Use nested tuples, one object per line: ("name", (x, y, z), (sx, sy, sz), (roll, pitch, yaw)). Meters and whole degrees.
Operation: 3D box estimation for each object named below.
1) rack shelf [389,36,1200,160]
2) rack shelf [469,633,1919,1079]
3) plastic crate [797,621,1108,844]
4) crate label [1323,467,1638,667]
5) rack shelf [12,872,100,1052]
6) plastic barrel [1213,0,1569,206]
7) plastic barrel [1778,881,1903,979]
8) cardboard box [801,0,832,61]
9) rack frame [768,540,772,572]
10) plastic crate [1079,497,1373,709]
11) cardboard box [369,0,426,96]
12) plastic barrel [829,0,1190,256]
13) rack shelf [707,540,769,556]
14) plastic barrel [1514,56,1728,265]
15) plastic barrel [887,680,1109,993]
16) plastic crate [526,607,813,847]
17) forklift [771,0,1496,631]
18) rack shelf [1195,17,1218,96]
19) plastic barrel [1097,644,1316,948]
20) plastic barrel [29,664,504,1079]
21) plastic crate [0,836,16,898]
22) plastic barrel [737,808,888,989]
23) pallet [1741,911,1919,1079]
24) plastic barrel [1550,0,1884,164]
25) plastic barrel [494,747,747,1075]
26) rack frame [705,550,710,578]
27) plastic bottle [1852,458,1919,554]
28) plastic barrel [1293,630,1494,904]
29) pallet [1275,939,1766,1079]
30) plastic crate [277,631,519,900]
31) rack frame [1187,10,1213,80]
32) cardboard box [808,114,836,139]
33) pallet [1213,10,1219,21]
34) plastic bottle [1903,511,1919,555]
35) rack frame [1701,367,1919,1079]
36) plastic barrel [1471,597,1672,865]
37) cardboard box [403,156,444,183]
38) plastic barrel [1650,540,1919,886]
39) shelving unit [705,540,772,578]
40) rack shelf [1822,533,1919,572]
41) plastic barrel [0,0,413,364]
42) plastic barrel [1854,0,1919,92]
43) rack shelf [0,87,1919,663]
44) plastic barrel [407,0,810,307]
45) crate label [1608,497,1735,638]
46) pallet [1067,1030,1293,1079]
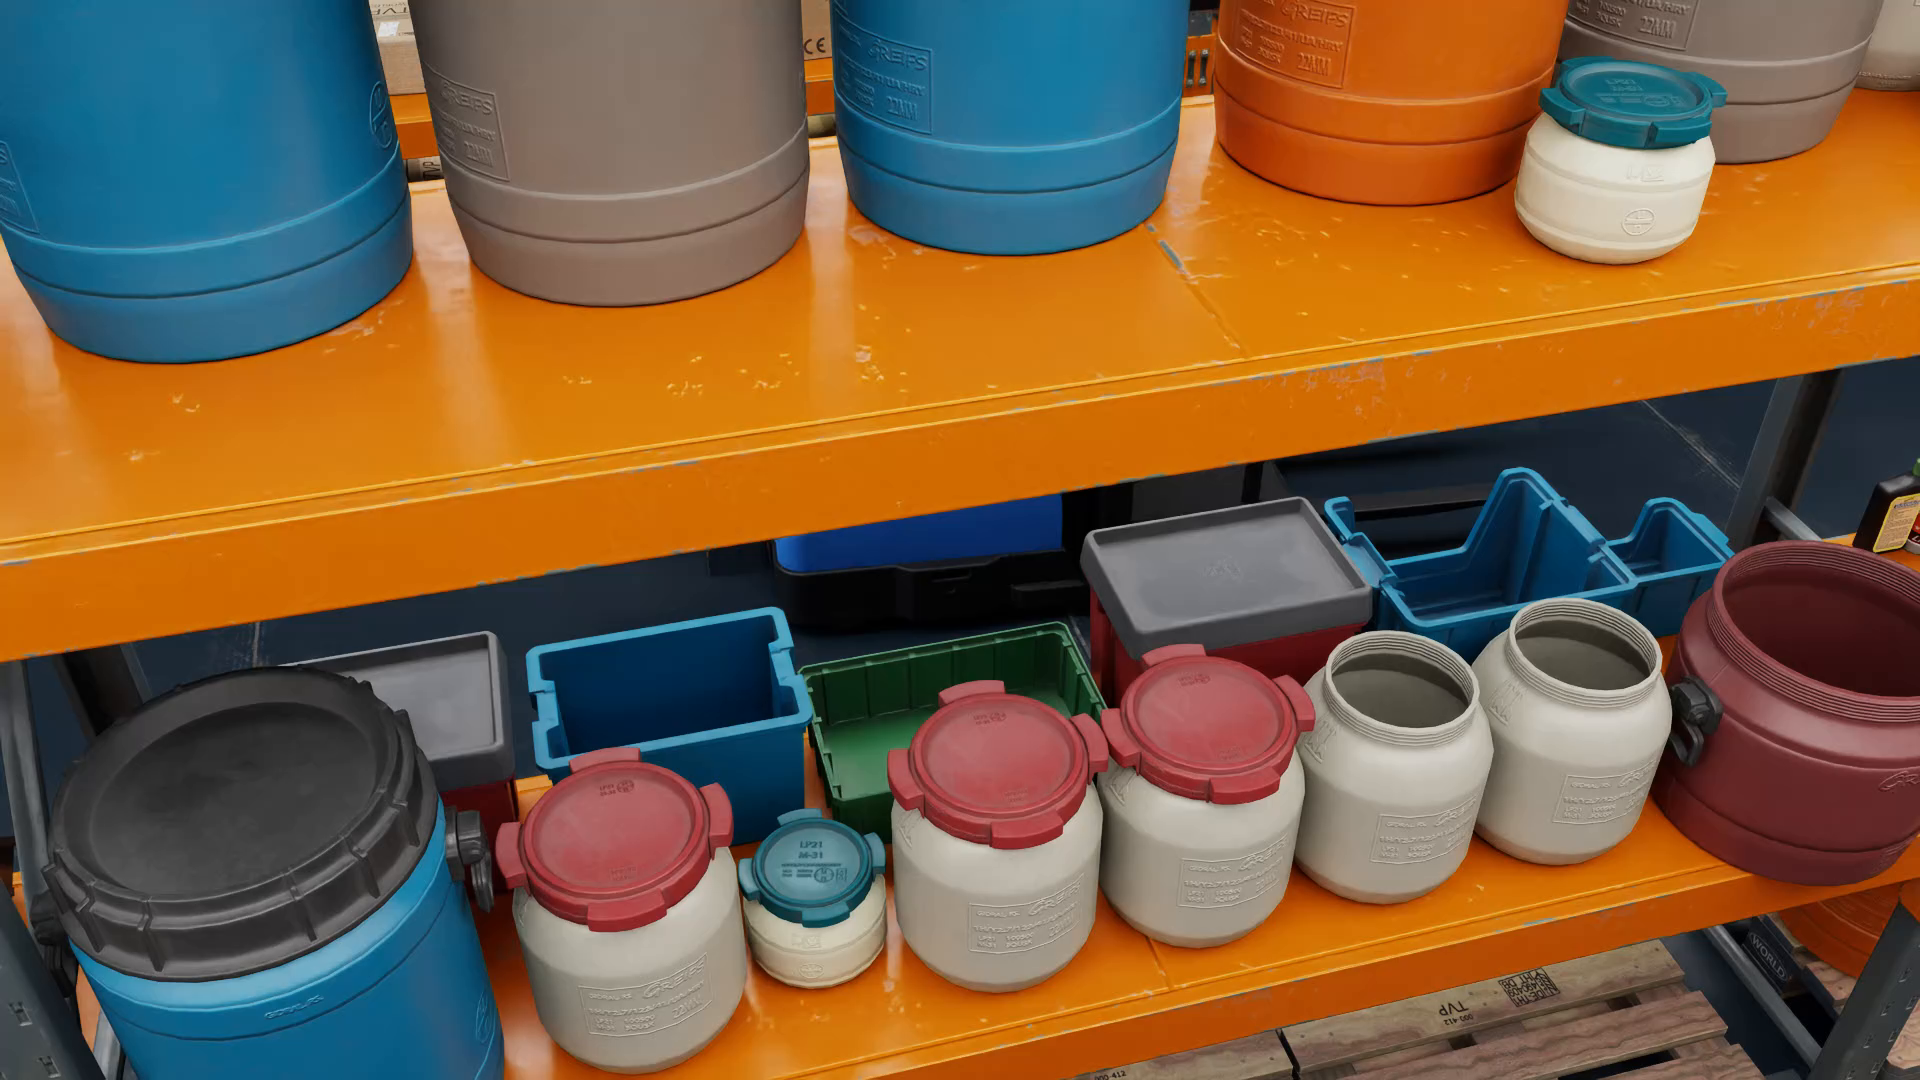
("rack shelf", (-0.972, -2.126, 7.653), (4.000, 0.370, 1.077), (-9, 38, -12))
("rack shelf", (0.316, 0.780, 3.854), (4.000, 0.370, 1.077), (-9, 38, -12))
("plastic crate", (-0.007, 0.454, 3.863), (0.662, 0.188, 0.450), (-9, 38, -12))
("crate label", (1.217, 0.162, 4.040), (0.616, 0.435, 0.502), (-9, 38, -12))
("rack shelf", (-3.546, 1.413, 3.026), (4.000, 0.370, 1.077), (-9, 38, -12))
("plastic barrel", (0.766, -1.078, 2.868), (0.708, 0.830, 0.600), (-9, 38, -12))
("plastic barrel", (2.714, 0.785, 4.696), (0.708, 0.830, 0.600), (-9, 38, -12))
("cardboard box", (-0.657, -2.493, 7.458), (0.500, 0.500, 0.500), (-11, 39, -14))
("rack frame", (-0.762, -0.352, 6.346), (0.008, 1.050, 0.200), (-5, 38, -7))
("plastic crate", (0.607, 0.228, 3.930), (0.583, 0.464, 0.402), (-9, 38, -12))
("cardboard box", (-2.439, -2.139, 7.201), (0.500, 0.250, 0.500), (-7, 38, -9))
("plastic barrel", (0.082, -0.995, 2.700), (0.708, 0.901, 0.600), (-9, 38, -12))
("rack shelf", (-0.883, -0.112, 6.507), (0.240, 0.259, 0.215), (-5, 38, -7))
("plastic barrel", (1.080, -0.621, 2.738), (0.301, 0.262, 0.301), (0, 37, 0))
("plastic barrel", (0.074, 0.618, 3.362), (0.433, 0.535, 0.433), (0, 37, 0))
("plastic crate", (-0.631, 0.460, 3.693), (0.575, 0.384, 0.392), (-9, 38, -12))
("forklift", (0.747, -1.234, 5.951), (3.031, 2.935, 1.130), (-5, 38, -7))
("rack shelf", (2.890, -2.760, 8.481), (4.000, 0.370, 1.077), (-9, 38, -12))
("plastic barrel", (0.492, 0.549, 3.451), (0.433, 0.535, 0.433), (0, 37, 0))
("plastic barrel", (-1.163, 0.728, 2.916), (0.708, 0.901, 0.600), (-9, 38, -12))
("plastic crate", (-2.154, 0.844, 3.229), (0.504, 0.338, 0.767), (-9, 38, -12))
("plastic barrel", (-0.297, 0.746, 3.420), (0.301, 0.262, 0.301), (0, 37, 0))
("pallet", (2.997, 1.136, 5.092), (1.213, 0.211, 1.003), (-9, 38, -12))
("plastic barrel", (1.397, -1.210, 2.982), (0.600, 0.901, 0.600), (0, 37, 0))
("plastic barrel", (-0.634, 0.734, 3.210), (0.433, 0.535, 0.433), (0, 37, 0))
("rack frame", (-1.004, -0.329, 6.316), (0.008, 1.050, 0.200), (-5, 38, -7))
("plastic bottle", (2.526, -0.091, 4.496), (0.133, 0.283, 0.061), (-9, 38, -12))
("plastic barrel", (0.902, 0.488, 3.551), (0.421, 0.512, 0.421), (0, 37, 0))
("pallet", (1.489, 1.385, 4.766), (1.213, 0.211, 1.003), (-9, 38, -12))
("plastic crate", (-1.227, 0.529, 3.537), (0.583, 0.464, 0.402), (-9, 38, -12))
("rack frame", (0.959, -2.729, 7.848), (0.127, 3.000, 1.000), (-9, 38, -12))
("cardboard box", (-0.621, -1.948, 8.283), (0.500, 0.311, 0.500), (-10, 39, -13))
("pallet", (1.595, -2.801, 8.101), (1.003, 0.211, 1.213), (-9, 38, -12))
("plastic bottle", (2.642, -0.066, 4.531), (0.097, 0.201, 0.097), (0, 37, 0))
("rack frame", (2.247, 0.177, 4.049), (0.127, 3.000, 1.000), (-9, 38, -12))
("plastic barrel", (1.309, 0.421, 3.639), (0.421, 0.512, 0.421), (0, 37, 0))
("cardboard box", (-2.587, -1.625, 7.861), (0.500, 0.311, 0.500), (-9, 38, -12))
("plastic barrel", (1.878, 0.374, 3.680), (0.708, 0.536, 0.600), (-9, 38, -12))
("shelving unit", (-0.883, -0.341, 6.331), (0.252, 1.050, 0.215), (-5, 38, -7))
("rack shelf", (4.177, 0.146, 4.682), (4.000, 0.370, 1.077), (-9, 38, -12))
("plastic barrel", (-1.181, -0.787, 2.429), (0.708, 0.901, 0.600), (-9, 38, -12))
("plastic barrel", (1.867, -1.189, 3.275), (0.421, 0.512, 0.421), (0, 37, 0))
("rack shelf", (0.316, -0.412, 2.942), (4.000, 0.370, 1.077), (-9, 38, -12))
("plastic barrel", (-0.549, -0.891, 2.565), (0.600, 0.901, 0.600), (0, 37, 0))
("crate label", (1.742, 0.091, 4.300), (0.416, 0.233, 0.303), (-9, 38, -12))
("pallet", (0.313, 1.576, 4.516), (1.213, 0.211, 1.003), (-9, 38, -12))
